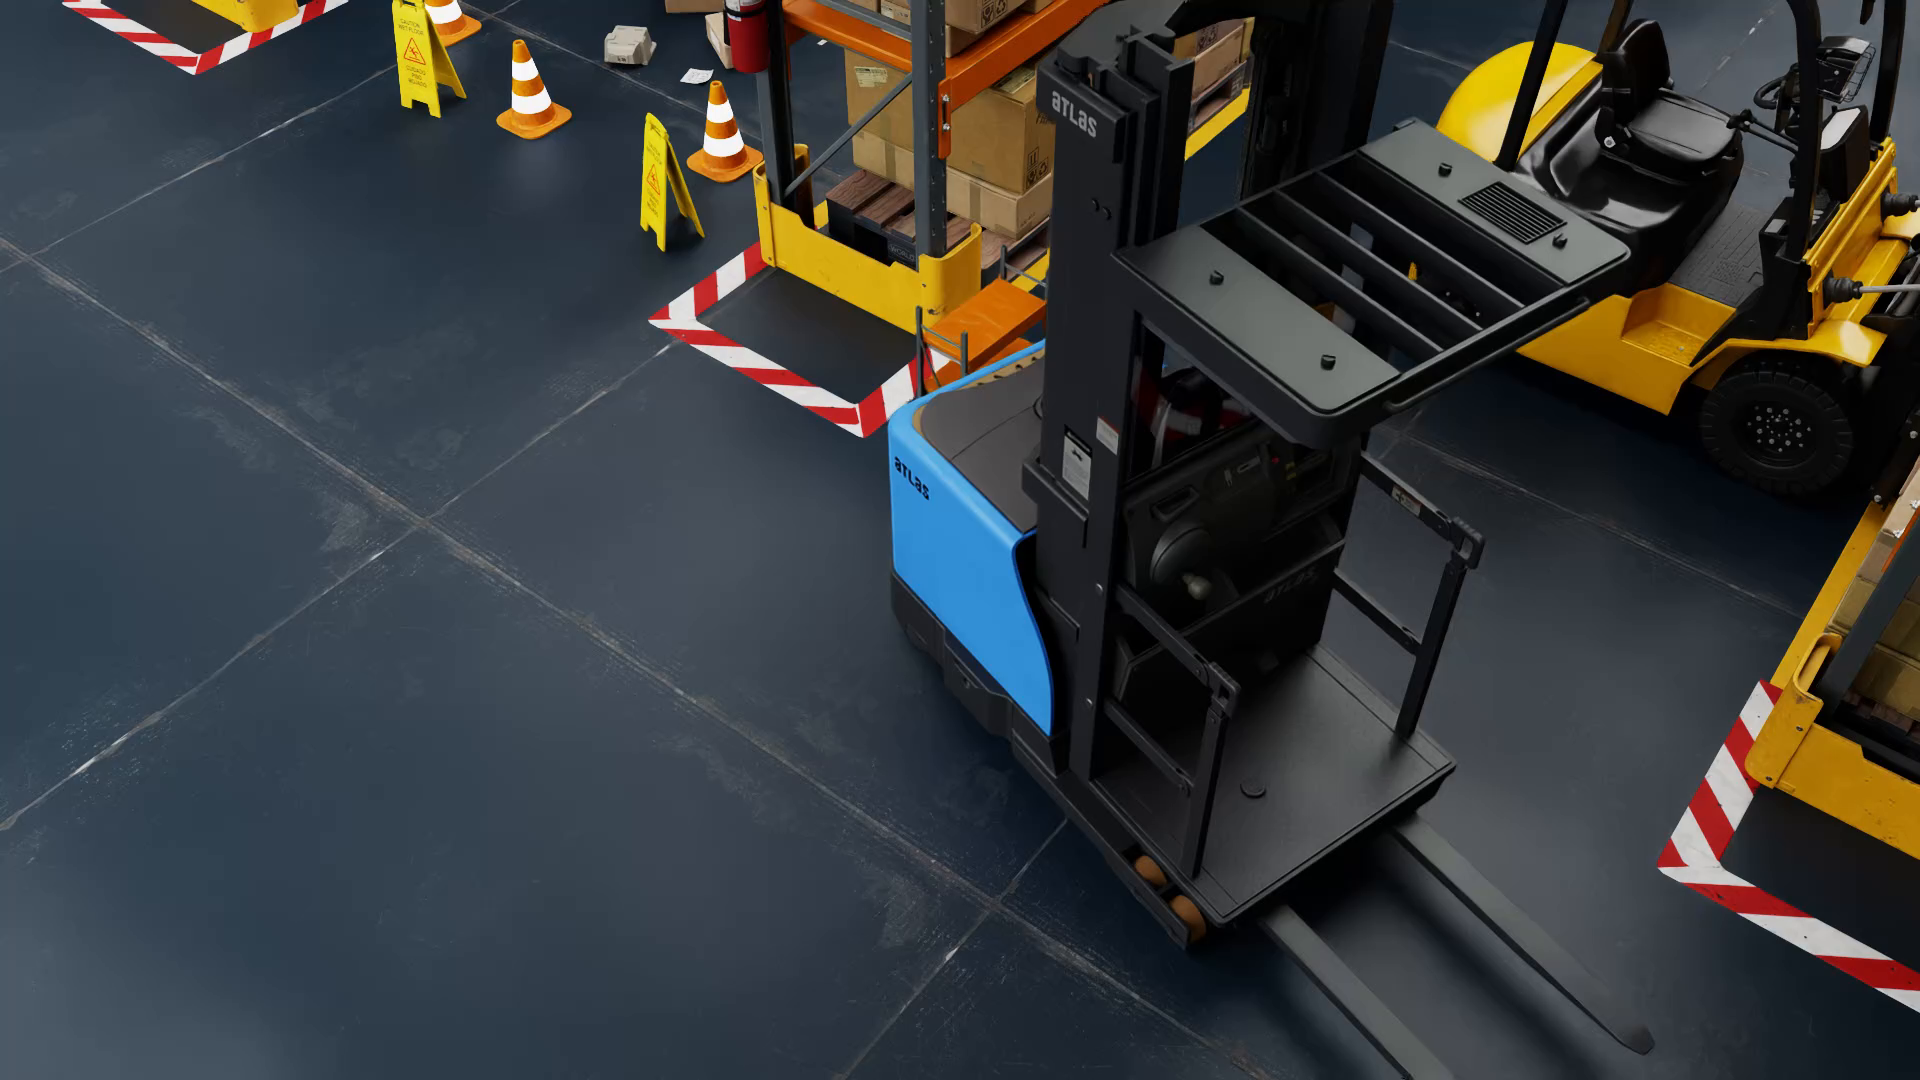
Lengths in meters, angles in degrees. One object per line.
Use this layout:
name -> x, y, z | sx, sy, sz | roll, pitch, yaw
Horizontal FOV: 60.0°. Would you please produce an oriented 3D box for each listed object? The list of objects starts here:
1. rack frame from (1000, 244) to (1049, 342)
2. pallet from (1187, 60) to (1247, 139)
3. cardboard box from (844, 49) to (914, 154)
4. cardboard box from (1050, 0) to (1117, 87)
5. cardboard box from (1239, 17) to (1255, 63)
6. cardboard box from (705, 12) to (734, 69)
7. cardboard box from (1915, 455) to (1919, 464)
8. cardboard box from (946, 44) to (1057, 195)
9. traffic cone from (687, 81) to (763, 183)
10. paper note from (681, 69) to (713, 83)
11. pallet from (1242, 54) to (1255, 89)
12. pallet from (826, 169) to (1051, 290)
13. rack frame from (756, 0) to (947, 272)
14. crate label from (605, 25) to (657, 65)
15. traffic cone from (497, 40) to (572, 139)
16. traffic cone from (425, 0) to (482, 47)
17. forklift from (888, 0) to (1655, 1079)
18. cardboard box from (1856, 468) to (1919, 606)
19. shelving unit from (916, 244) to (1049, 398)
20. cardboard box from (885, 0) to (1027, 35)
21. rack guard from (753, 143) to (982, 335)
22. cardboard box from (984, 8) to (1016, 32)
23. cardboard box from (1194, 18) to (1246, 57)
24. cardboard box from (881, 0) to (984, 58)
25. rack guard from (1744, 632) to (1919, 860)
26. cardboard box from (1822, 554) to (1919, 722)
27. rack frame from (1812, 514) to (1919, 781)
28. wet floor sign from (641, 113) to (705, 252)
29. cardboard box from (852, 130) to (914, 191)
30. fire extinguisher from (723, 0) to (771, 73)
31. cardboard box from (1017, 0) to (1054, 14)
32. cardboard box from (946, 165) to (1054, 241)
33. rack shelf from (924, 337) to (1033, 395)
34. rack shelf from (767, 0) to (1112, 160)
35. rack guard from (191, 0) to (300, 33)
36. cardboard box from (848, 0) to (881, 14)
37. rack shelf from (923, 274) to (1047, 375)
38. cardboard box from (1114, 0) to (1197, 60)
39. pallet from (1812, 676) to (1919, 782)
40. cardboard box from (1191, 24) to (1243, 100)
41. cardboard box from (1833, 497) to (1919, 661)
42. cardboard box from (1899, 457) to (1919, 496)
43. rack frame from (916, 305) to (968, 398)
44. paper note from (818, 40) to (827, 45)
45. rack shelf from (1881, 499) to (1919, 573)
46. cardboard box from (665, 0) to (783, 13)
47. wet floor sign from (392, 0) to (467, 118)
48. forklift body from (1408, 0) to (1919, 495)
rack frame -> 0.251, -0.651, 6.707 | 0.240, 1.200, 0.015 | 32, 54, 27
pallet -> 0.828, -2.457, 9.115 | 1.003, 0.211, 1.213 | 29, 53, 25
cardboard box -> -0.206, -2.260, 8.092 | 0.500, 0.500, 0.500 | 30, 53, 25
cardboard box -> 0.553, -2.341, 8.169 | 0.500, 0.500, 0.500 | 27, 52, 24
cardboard box -> 1.490, -2.950, 9.269 | 0.500, 0.250, 0.500 | 28, 52, 24
cardboard box -> -1.287, -2.890, 9.572 | 0.250, 0.149, 0.380 | -17, 49, -15
cardboard box -> 4.105, -0.411, 6.499 | 0.500, 0.250, 0.500 | 28, 52, 24
cardboard box -> 0.237, -2.039, 7.881 | 0.500, 0.500, 0.500 | 28, 52, 24
traffic cone -> -1.247, -2.172, 8.670 | 0.336, 0.463, 0.334 | 29, 53, 25
paper note -> -1.486, -2.627, 9.403 | 0.148, 0.019, 0.142 | 13, 48, 12
pallet -> 1.574, -3.158, 9.785 | 1.003, 0.211, 1.213 | 29, 53, 25
pallet -> 0.082, -1.762, 8.451 | 1.003, 0.211, 1.213 | 29, 53, 25
rack frame -> -0.489, -2.232, 6.972 | 1.000, 3.000, 0.127 | 29, 53, 25
crate label -> -1.902, -2.833, 9.526 | 0.250, 0.136, 0.298 | 6, 47, 5
traffic cone -> -2.333, -2.468, 8.953 | 0.336, 0.463, 0.334 | 29, 53, 25
traffic cone -> -3.020, -3.162, 9.616 | 0.336, 0.463, 0.334 | 29, 53, 25
forklift -> 0.993, -0.054, 4.940 | 1.130, 2.935, 3.031 | -27, 52, -24
cardboard box -> 3.476, 0.018, 5.743 | 0.500, 0.250, 0.500 | 31, 54, 26
shelving unit -> 0.092, -0.517, 6.579 | 0.258, 1.200, 0.503 | 32, 54, 27
cardboard box -> 0.020, -2.518, 6.971 | 0.500, 0.500, 0.500 | 28, 53, 24
rack guard -> -0.443, -1.412, 7.918 | 1.175, 0.500, 0.348 | 29, 53, 25
cardboard box -> 0.025, -2.399, 7.306 | 0.380, 0.149, 0.250 | 30, 53, 26
cardboard box -> 1.186, -2.934, 8.735 | 0.500, 0.500, 0.500 | 32, 54, 27
cardboard box -> -0.118, -2.248, 7.162 | 0.380, 0.149, 0.250 | 29, 53, 25
rack guard -> 3.426, 0.837, 5.769 | 1.175, 0.500, 0.348 | 29, 53, 25
cardboard box -> 3.478, 0.356, 6.111 | 0.500, 0.250, 0.500 | 30, 53, 25
rack frame -> 3.441, -0.040, 4.878 | 1.000, 3.000, 0.127 | 29, 53, 25
wet floor sign -> -1.452, -1.783, 8.172 | 0.232, 0.644, 0.267 | -25, 51, -22
cardboard box -> -0.193, -2.023, 8.383 | 0.500, 0.250, 0.500 | 29, 53, 25
fire extinguisher -> -0.924, -2.344, 7.132 | 0.296, 0.674, 0.183 | 29, 53, 25
cardboard box -> 0.252, -2.515, 7.416 | 0.380, 0.149, 0.250 | 28, 52, 24
cardboard box -> 0.223, -1.767, 8.139 | 0.500, 0.250, 0.500 | 29, 53, 25
rack shelf -> 0.092, -0.625, 6.466 | 0.258, 0.148, 0.480 | 32, 54, 27
rack shelf -> 0.734, -3.128, 8.326 | 1.077, 0.370, 4.000 | 29, 53, 25
rack guard -> -4.483, -3.485, 9.898 | 1.175, 0.500, 0.348 | 29, 53, 25
cardboard box -> -0.430, -2.454, 7.358 | 0.380, 0.149, 0.250 | 31, 54, 26
rack shelf -> 0.092, -0.789, 6.295 | 0.258, 0.148, 0.480 | 32, 54, 27
cardboard box -> 0.866, -2.624, 8.439 | 0.500, 0.500, 0.500 | 30, 53, 26
pallet -> 3.876, 0.467, 6.322 | 1.003, 0.211, 1.213 | 29, 53, 25
cardboard box -> 1.176, -2.661, 8.993 | 0.500, 0.250, 0.500 | 30, 53, 26
cardboard box -> 3.491, 0.176, 5.938 | 0.500, 0.250, 0.500 | 29, 53, 25
cardboard box -> 3.783, -0.277, 6.024 | 0.500, 0.250, 0.500 | 30, 53, 26
rack frame -> -0.067, -0.383, 6.451 | 0.240, 1.200, 0.015 | 32, 54, 27
paper note -> -0.779, -2.915, 9.692 | 0.032, 0.001, 0.123 | 29, 53, 25
rack shelf -> 4.664, -0.936, 6.232 | 1.077, 0.370, 4.000 | 29, 53, 25
cardboard box -> -1.419, -3.494, 9.904 | 0.797, 0.503, 0.637 | -2, 46, -2
wet floor sign -> -2.919, -2.657, 9.007 | 0.267, 0.644, 0.232 | 21, 50, 19
forklift body -> 3.157, -1.638, 6.992 | 2.313, 2.155, 1.214 | 29, 53, 25
